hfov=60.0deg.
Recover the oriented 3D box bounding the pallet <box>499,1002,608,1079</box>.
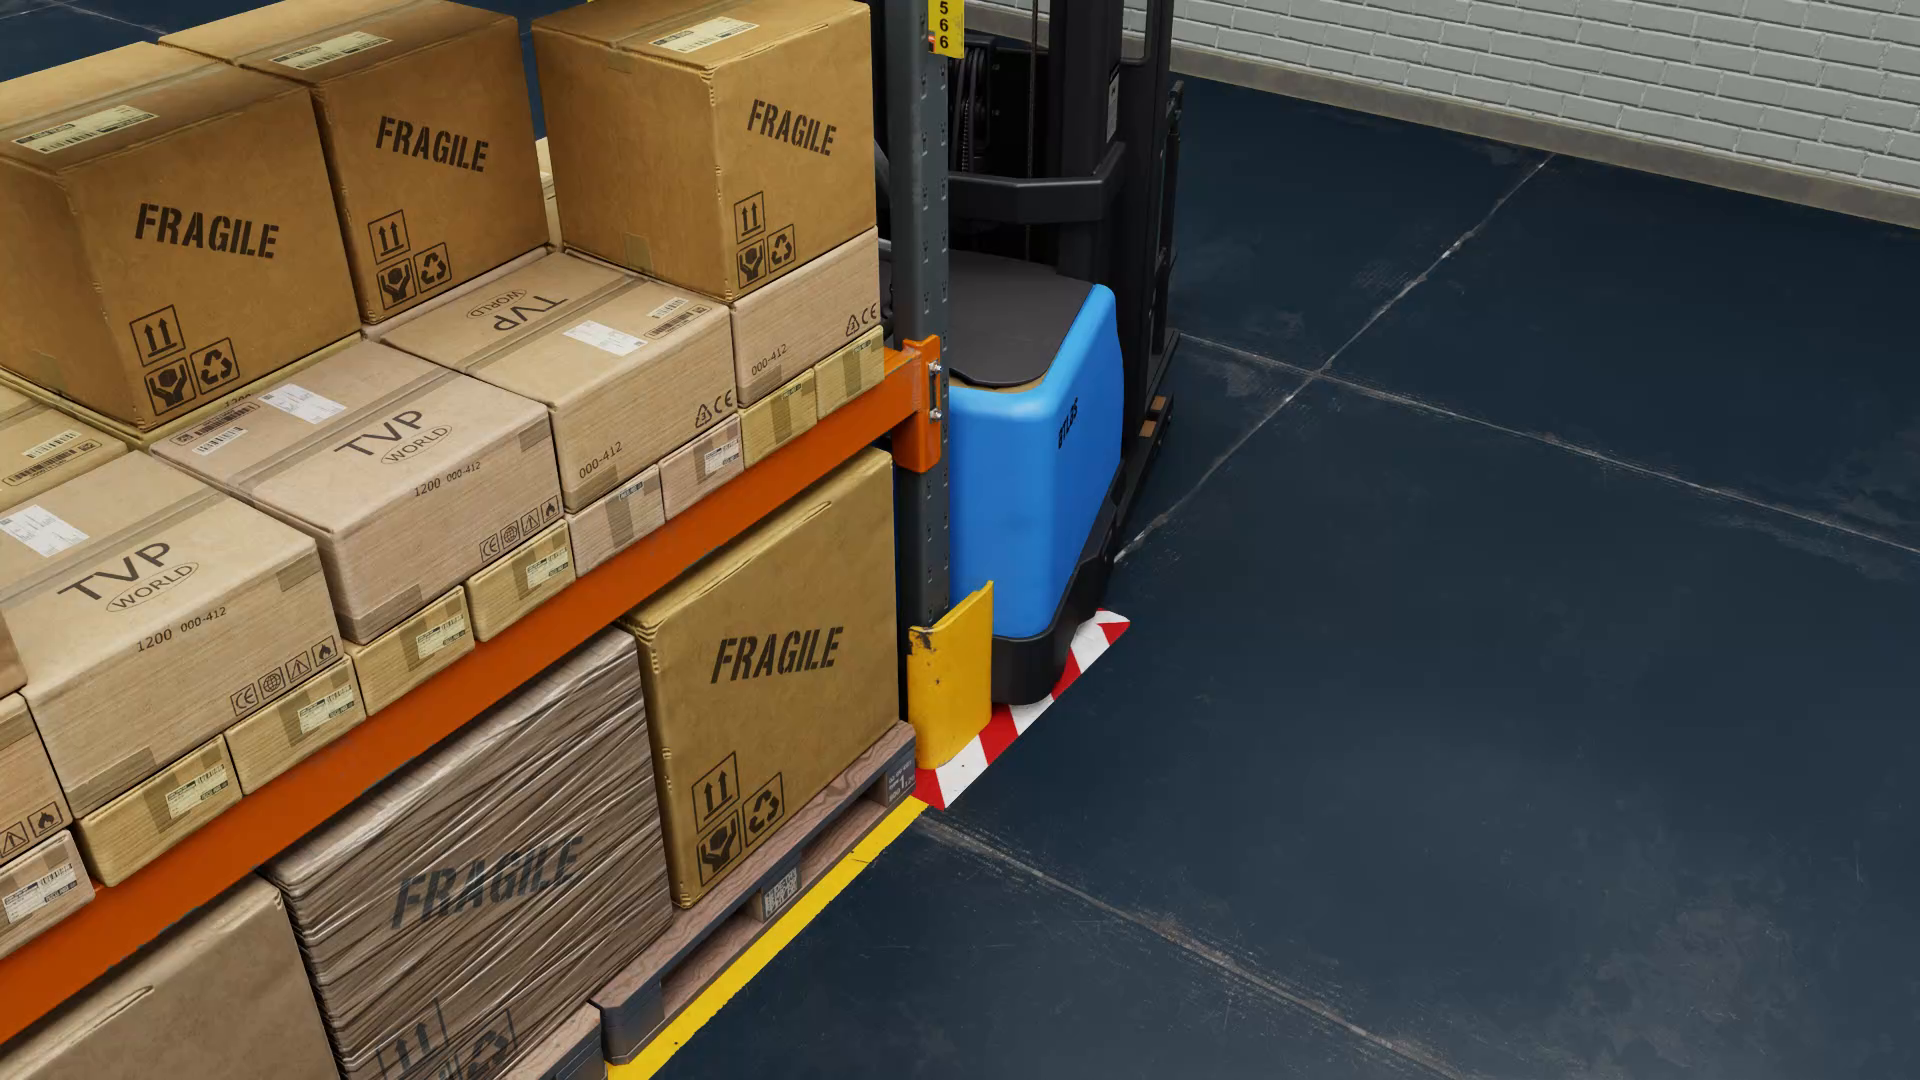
[{"bbox_3d":[-1.559,1.285,3.662,1.003,0.211,1.213,21,39,28],"label":"pallet"}]

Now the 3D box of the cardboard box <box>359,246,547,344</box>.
[{"bbox_3d":[-1.258,-0.508,3.692,0.500,0.250,0.500,21,39,28],"label":"cardboard box"}]

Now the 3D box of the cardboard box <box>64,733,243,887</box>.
[{"bbox_3d":[-1.423,0.374,2.743,0.380,0.149,0.250,20,39,27],"label":"cardboard box"}]

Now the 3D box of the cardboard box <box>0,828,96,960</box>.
[{"bbox_3d":[-1.572,0.496,2.564,0.380,0.149,0.250,22,40,29],"label":"cardboard box"}]

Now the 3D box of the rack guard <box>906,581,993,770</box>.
[{"bbox_3d":[-0.458,0.202,5.005,1.175,0.500,0.348,21,39,28],"label":"rack guard"}]

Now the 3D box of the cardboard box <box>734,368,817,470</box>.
[{"bbox_3d":[-0.551,-0.329,3.784,0.380,0.149,0.250,22,40,29],"label":"cardboard box"}]

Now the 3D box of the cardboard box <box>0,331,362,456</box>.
[{"bbox_3d":[-1.547,-0.278,3.351,0.500,0.250,0.500,20,39,27],"label":"cardboard box"}]

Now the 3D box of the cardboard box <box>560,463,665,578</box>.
[{"bbox_3d":[-0.839,-0.099,3.443,0.380,0.149,0.250,22,40,29],"label":"cardboard box"}]

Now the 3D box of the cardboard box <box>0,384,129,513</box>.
[{"bbox_3d":[-1.841,-0.036,2.994,0.500,0.250,0.500,20,39,27],"label":"cardboard box"}]

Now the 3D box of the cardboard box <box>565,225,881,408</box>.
[{"bbox_3d":[-0.530,-0.576,3.792,0.500,0.250,0.500,21,39,27],"label":"cardboard box"}]

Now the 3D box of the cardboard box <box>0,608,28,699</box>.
[{"bbox_3d":[-1.689,0.043,2.208,0.500,0.500,0.500,20,39,27],"label":"cardboard box"}]

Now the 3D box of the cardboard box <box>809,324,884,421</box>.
[{"bbox_3d":[-0.404,-0.450,3.961,0.380,0.149,0.250,22,40,29],"label":"cardboard box"}]

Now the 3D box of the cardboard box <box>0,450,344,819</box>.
[{"bbox_3d":[-1.403,0.133,2.745,0.500,0.250,0.500,21,40,28],"label":"cardboard box"}]

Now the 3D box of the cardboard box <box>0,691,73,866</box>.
[{"bbox_3d":[-1.691,0.357,2.413,0.500,0.250,0.500,22,40,29],"label":"cardboard box"}]

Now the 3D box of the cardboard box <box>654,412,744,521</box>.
[{"bbox_3d":[-0.696,-0.214,3.613,0.380,0.149,0.250,21,40,28],"label":"cardboard box"}]

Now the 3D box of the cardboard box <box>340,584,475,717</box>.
[{"bbox_3d":[-1.133,0.140,3.089,0.380,0.149,0.250,21,40,28],"label":"cardboard box"}]

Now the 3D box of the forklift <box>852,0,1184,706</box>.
[{"bbox_3d":[0.180,-1.548,5.423,1.130,2.935,3.031,10,35,14],"label":"forklift"}]

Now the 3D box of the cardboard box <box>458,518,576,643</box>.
[{"bbox_3d":[-0.985,0.021,3.266,0.380,0.149,0.250,20,39,27],"label":"cardboard box"}]

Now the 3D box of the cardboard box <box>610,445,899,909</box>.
[{"bbox_3d":[-0.771,0.204,4.293,0.875,0.875,0.875,21,39,28],"label":"cardboard box"}]

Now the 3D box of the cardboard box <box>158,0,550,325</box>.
[{"bbox_3d":[-1.252,-0.830,3.498,0.500,0.500,0.500,20,39,27],"label":"cardboard box"}]

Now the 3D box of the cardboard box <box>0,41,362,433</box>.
[{"bbox_3d":[-1.543,-0.589,3.143,0.500,0.500,0.500,20,39,27],"label":"cardboard box"}]

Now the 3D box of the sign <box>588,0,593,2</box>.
[{"bbox_3d":[-0.924,-1.394,4.290,0.100,0.325,0.005,21,39,28],"label":"sign"}]

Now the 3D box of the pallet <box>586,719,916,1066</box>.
[{"bbox_3d":[-0.863,0.725,4.489,1.003,0.211,1.213,21,39,28],"label":"pallet"}]

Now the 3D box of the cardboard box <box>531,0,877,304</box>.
[{"bbox_3d":[-0.533,-0.886,3.582,0.500,0.500,0.500,22,40,29],"label":"cardboard box"}]

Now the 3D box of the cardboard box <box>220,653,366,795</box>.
[{"bbox_3d":[-1.276,0.254,2.921,0.380,0.149,0.250,22,40,29],"label":"cardboard box"}]

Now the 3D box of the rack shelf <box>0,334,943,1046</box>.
[{"bbox_3d":[-1.612,0.396,3.129,1.077,0.370,4.000,21,39,28],"label":"rack shelf"}]

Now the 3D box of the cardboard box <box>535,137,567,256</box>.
[{"bbox_3d":[-0.967,-0.749,4.048,0.500,0.250,0.500,20,39,27],"label":"cardboard box"}]

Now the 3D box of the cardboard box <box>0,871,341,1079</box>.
[{"bbox_3d":[-1.797,1.032,3.068,0.875,0.875,0.875,21,39,28],"label":"cardboard box"}]

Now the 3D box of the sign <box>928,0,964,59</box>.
[{"bbox_3d":[-0.034,-1.221,3.632,0.100,0.325,0.005,21,39,28],"label":"sign"}]

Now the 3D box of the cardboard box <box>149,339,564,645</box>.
[{"bbox_3d":[-1.110,-0.108,3.101,0.500,0.250,0.500,20,39,27],"label":"cardboard box"}]

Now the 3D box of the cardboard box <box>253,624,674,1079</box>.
[{"bbox_3d":[-1.290,0.622,3.674,0.875,0.875,0.875,21,39,28],"label":"cardboard box"}]

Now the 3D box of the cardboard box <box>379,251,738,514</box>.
[{"bbox_3d":[-0.820,-0.343,3.448,0.500,0.250,0.500,21,39,27],"label":"cardboard box"}]

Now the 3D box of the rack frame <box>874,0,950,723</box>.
[{"bbox_3d":[-0.472,-0.823,4.289,1.000,3.000,0.127,21,39,28],"label":"rack frame"}]
